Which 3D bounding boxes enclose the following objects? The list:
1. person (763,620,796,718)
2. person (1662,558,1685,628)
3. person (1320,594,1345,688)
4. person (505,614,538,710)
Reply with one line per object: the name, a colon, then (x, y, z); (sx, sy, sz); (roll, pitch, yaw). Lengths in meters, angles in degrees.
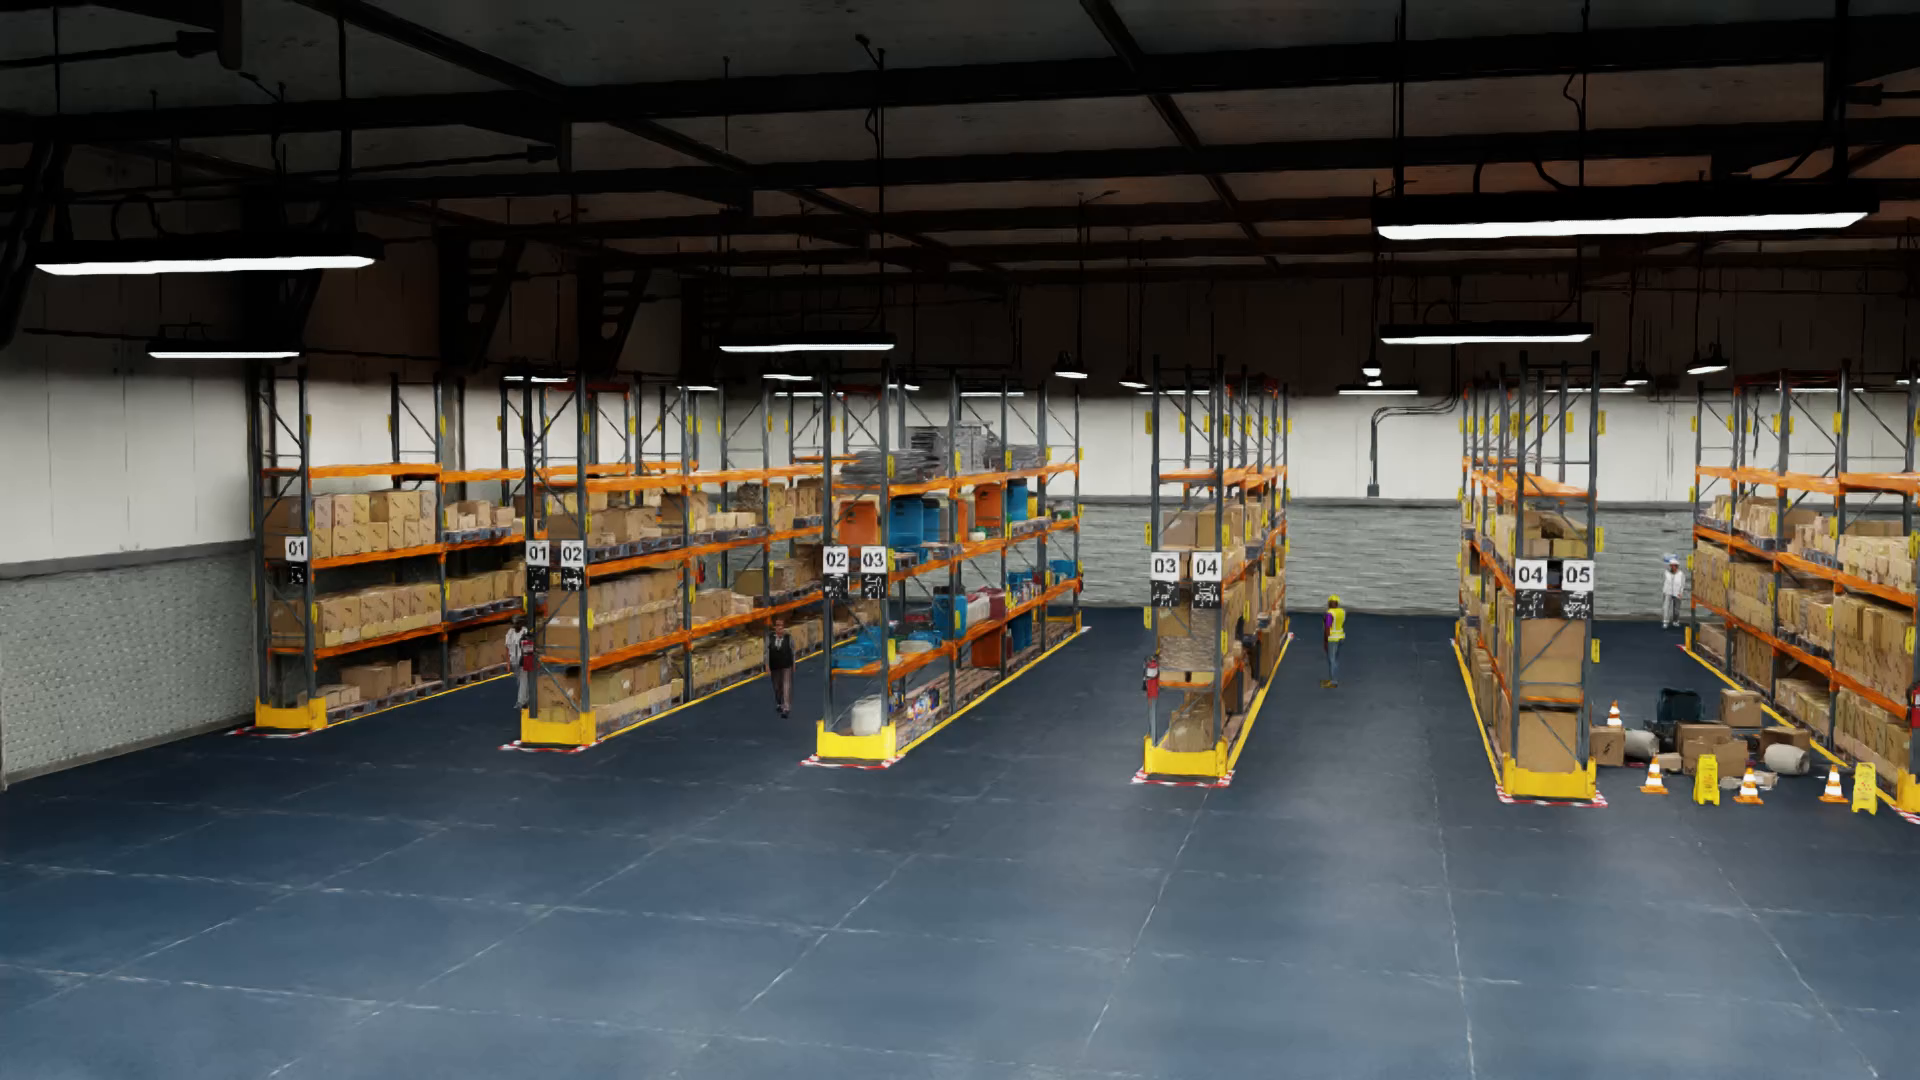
person: (-3.100, 2.194, 28.564); (0.538, 1.662, 1.013); (0, 4, 6)
person: (17.577, 1.308, 40.975); (0.540, 1.712, 1.021); (2, 4, 24)
person: (7.093, 1.912, 31.814); (0.497, 1.765, 0.625); (4, 5, 44)
person: (-7.770, 2.119, 29.327); (0.545, 1.671, 1.116); (1, 4, 12)
